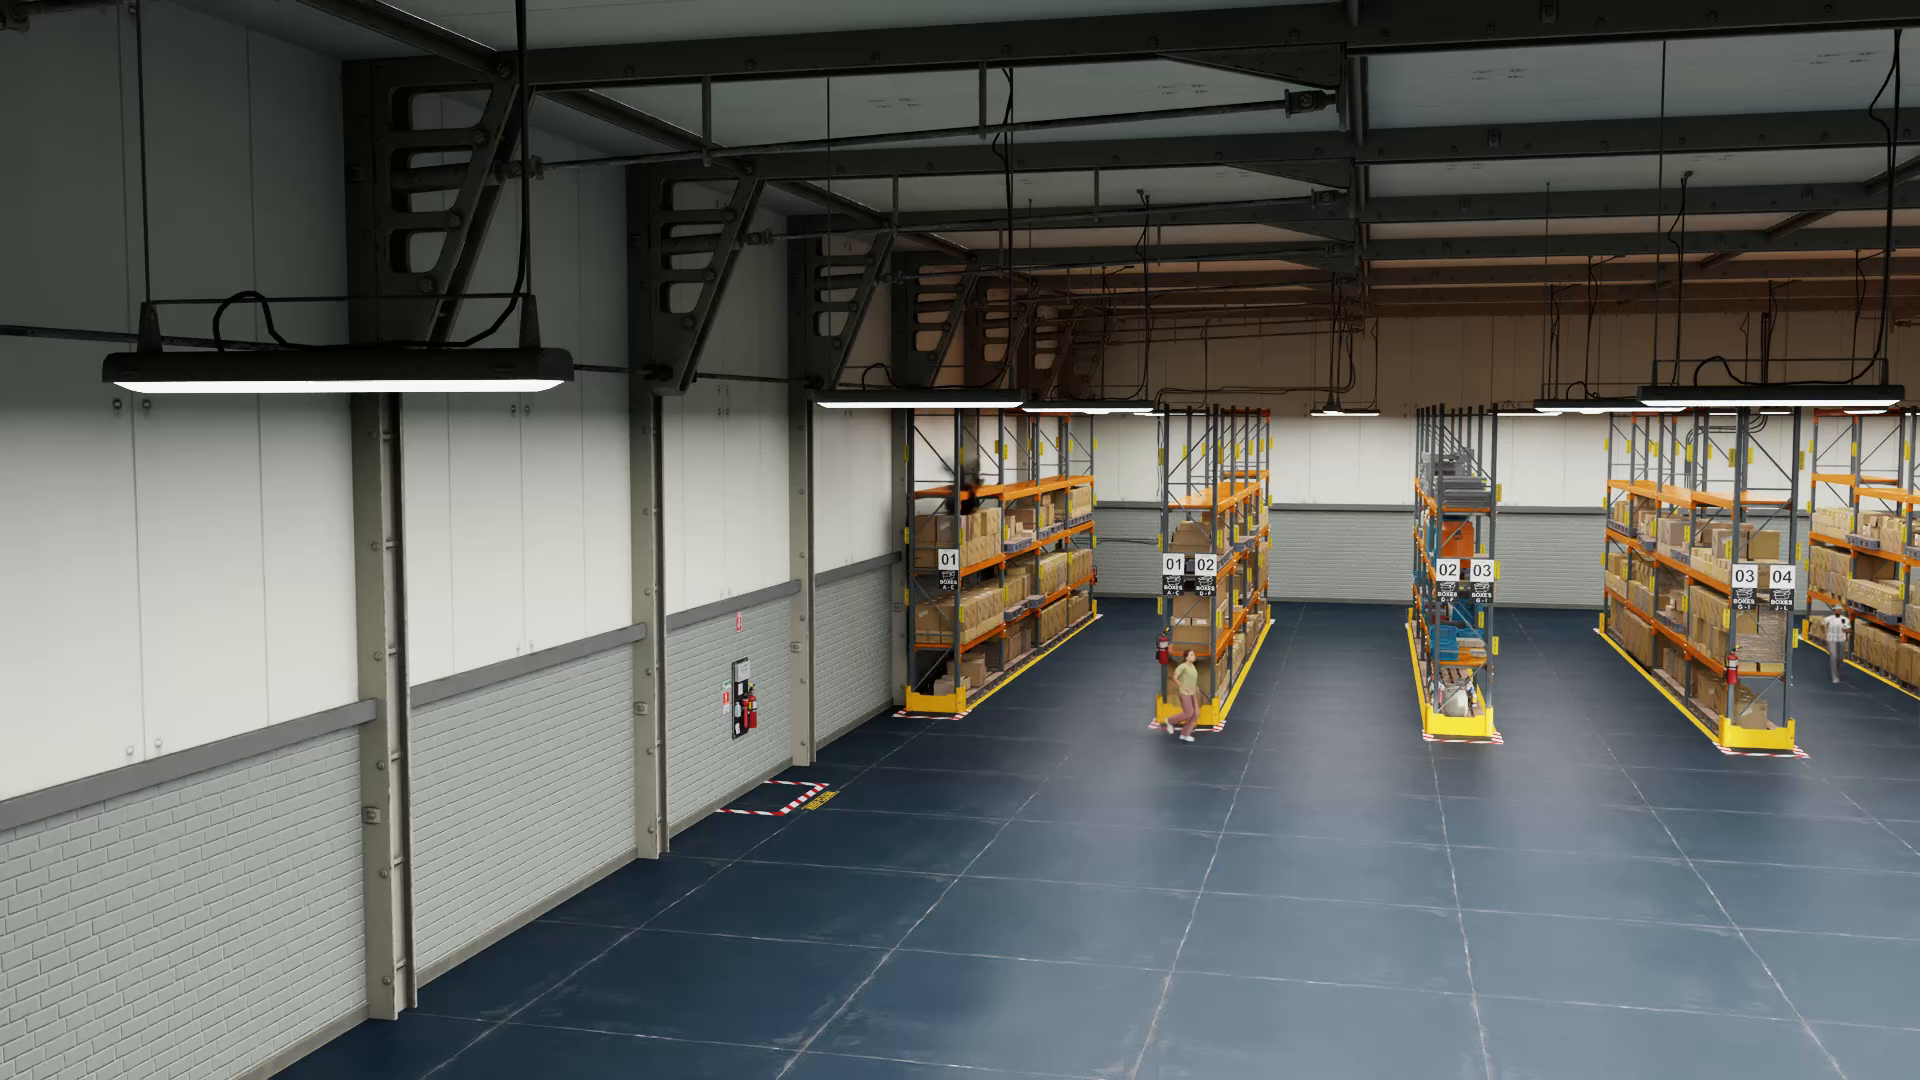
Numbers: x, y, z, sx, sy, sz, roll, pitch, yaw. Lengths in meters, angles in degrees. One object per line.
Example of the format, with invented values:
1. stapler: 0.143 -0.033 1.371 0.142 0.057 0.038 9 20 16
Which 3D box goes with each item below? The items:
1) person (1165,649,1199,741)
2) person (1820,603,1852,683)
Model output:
1. person: 4.026 2.753 29.749 0.593 1.626 0.608 4 6 43
2. person: 19.117 2.216 36.271 0.576 1.687 0.938 1 4 14
